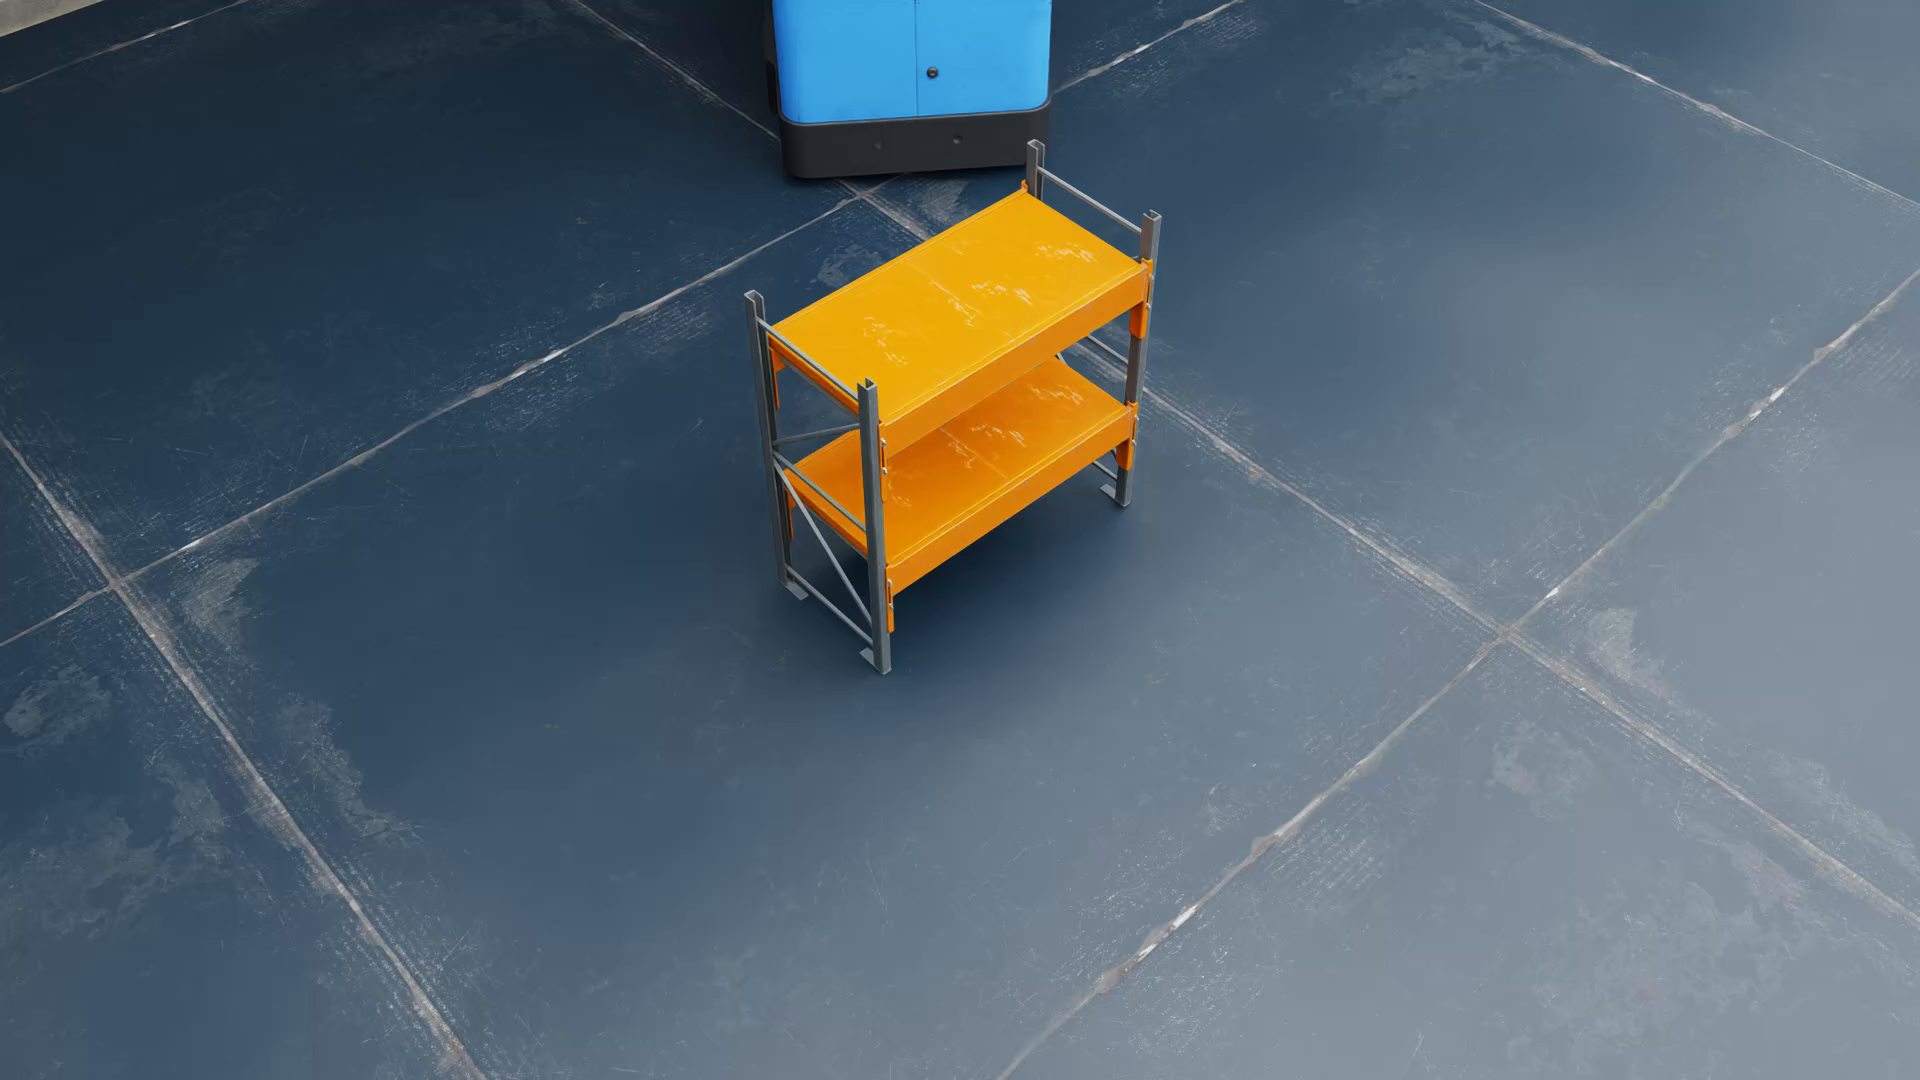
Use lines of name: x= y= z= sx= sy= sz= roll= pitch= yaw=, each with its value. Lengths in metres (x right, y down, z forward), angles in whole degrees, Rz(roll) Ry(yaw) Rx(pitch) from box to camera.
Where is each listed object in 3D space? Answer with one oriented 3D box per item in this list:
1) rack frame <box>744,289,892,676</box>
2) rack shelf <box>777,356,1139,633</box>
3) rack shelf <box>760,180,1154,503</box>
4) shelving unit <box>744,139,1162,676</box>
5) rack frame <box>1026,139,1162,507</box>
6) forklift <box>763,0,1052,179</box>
rack frame: x=-0.381 y=-0.127 z=4.602 sx=0.032 sy=1.125 sz=0.500 roll=-34 pitch=56 yaw=-27
rack shelf: x=-0.005 y=-0.212 z=5.013 sx=1.000 sy=0.278 sz=0.538 roll=-34 pitch=56 yaw=-27
rack shelf: x=-0.005 y=-0.577 z=4.618 sx=1.000 sy=0.278 sz=0.538 roll=-34 pitch=56 yaw=-27
shelving unit: x=-0.005 y=-0.378 z=4.834 sx=1.048 sy=1.125 sz=0.538 roll=-34 pitch=56 yaw=-27
rack frame: x=0.371 y=-0.629 z=5.065 sx=0.032 sy=1.125 sz=0.500 roll=-34 pitch=56 yaw=-27
forklift: x=-0.325 y=-3.485 z=6.472 sx=1.130 sy=2.935 sz=3.031 roll=-5 pitch=47 yaw=-4
